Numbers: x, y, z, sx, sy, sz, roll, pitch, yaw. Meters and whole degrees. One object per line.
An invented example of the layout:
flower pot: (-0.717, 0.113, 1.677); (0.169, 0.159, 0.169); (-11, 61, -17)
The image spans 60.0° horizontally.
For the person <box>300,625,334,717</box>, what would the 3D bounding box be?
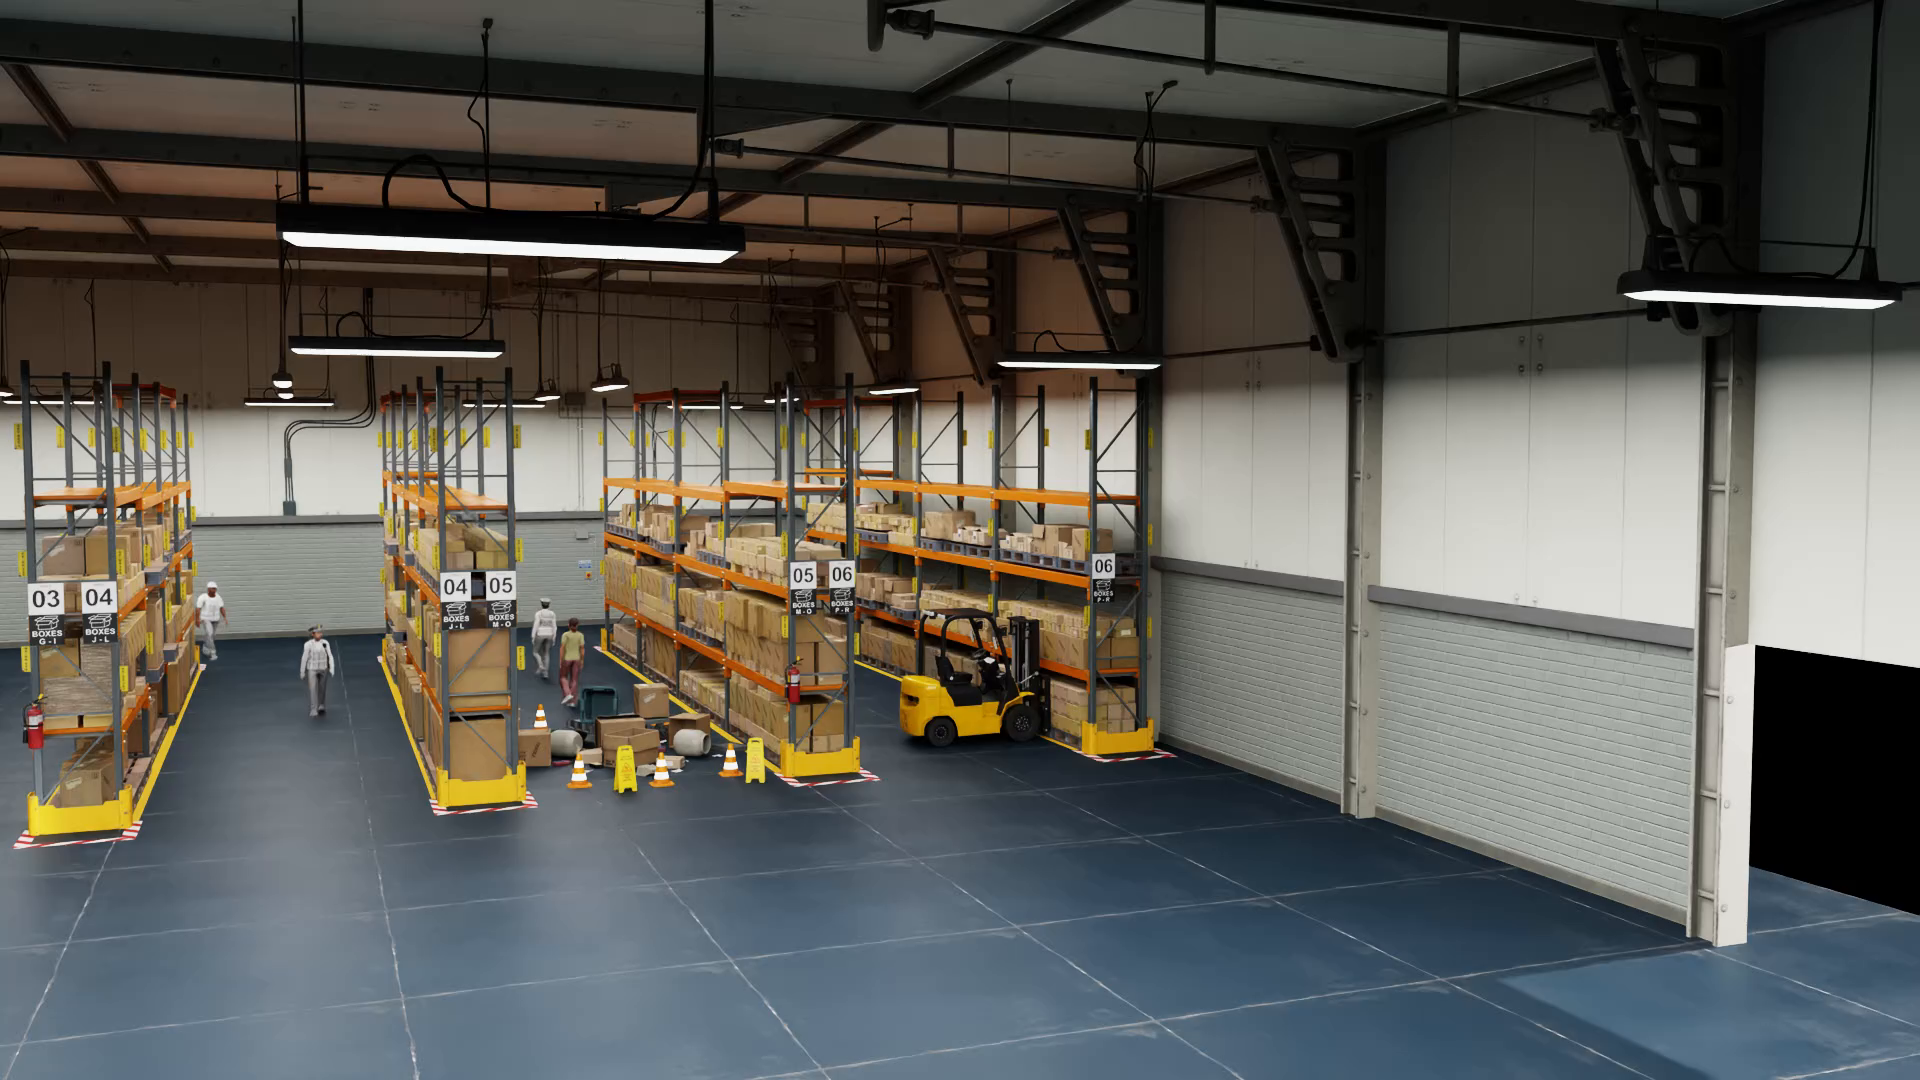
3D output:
person: (-11.668, 2.343, 30.200); (0.565, 1.612, 1.045); (-2, 4, -27)

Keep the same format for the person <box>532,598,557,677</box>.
person: (-8.718, 2.061, 34.921); (0.517, 1.672, 0.454); (-2, 4, -27)

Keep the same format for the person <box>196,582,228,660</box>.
person: (-17.188, 1.839, 38.169); (0.936, 1.757, 0.621); (3, 4, 37)

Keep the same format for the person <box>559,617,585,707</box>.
person: (-7.256, 2.286, 31.121); (0.483, 1.671, 0.454); (-1, 4, -22)
